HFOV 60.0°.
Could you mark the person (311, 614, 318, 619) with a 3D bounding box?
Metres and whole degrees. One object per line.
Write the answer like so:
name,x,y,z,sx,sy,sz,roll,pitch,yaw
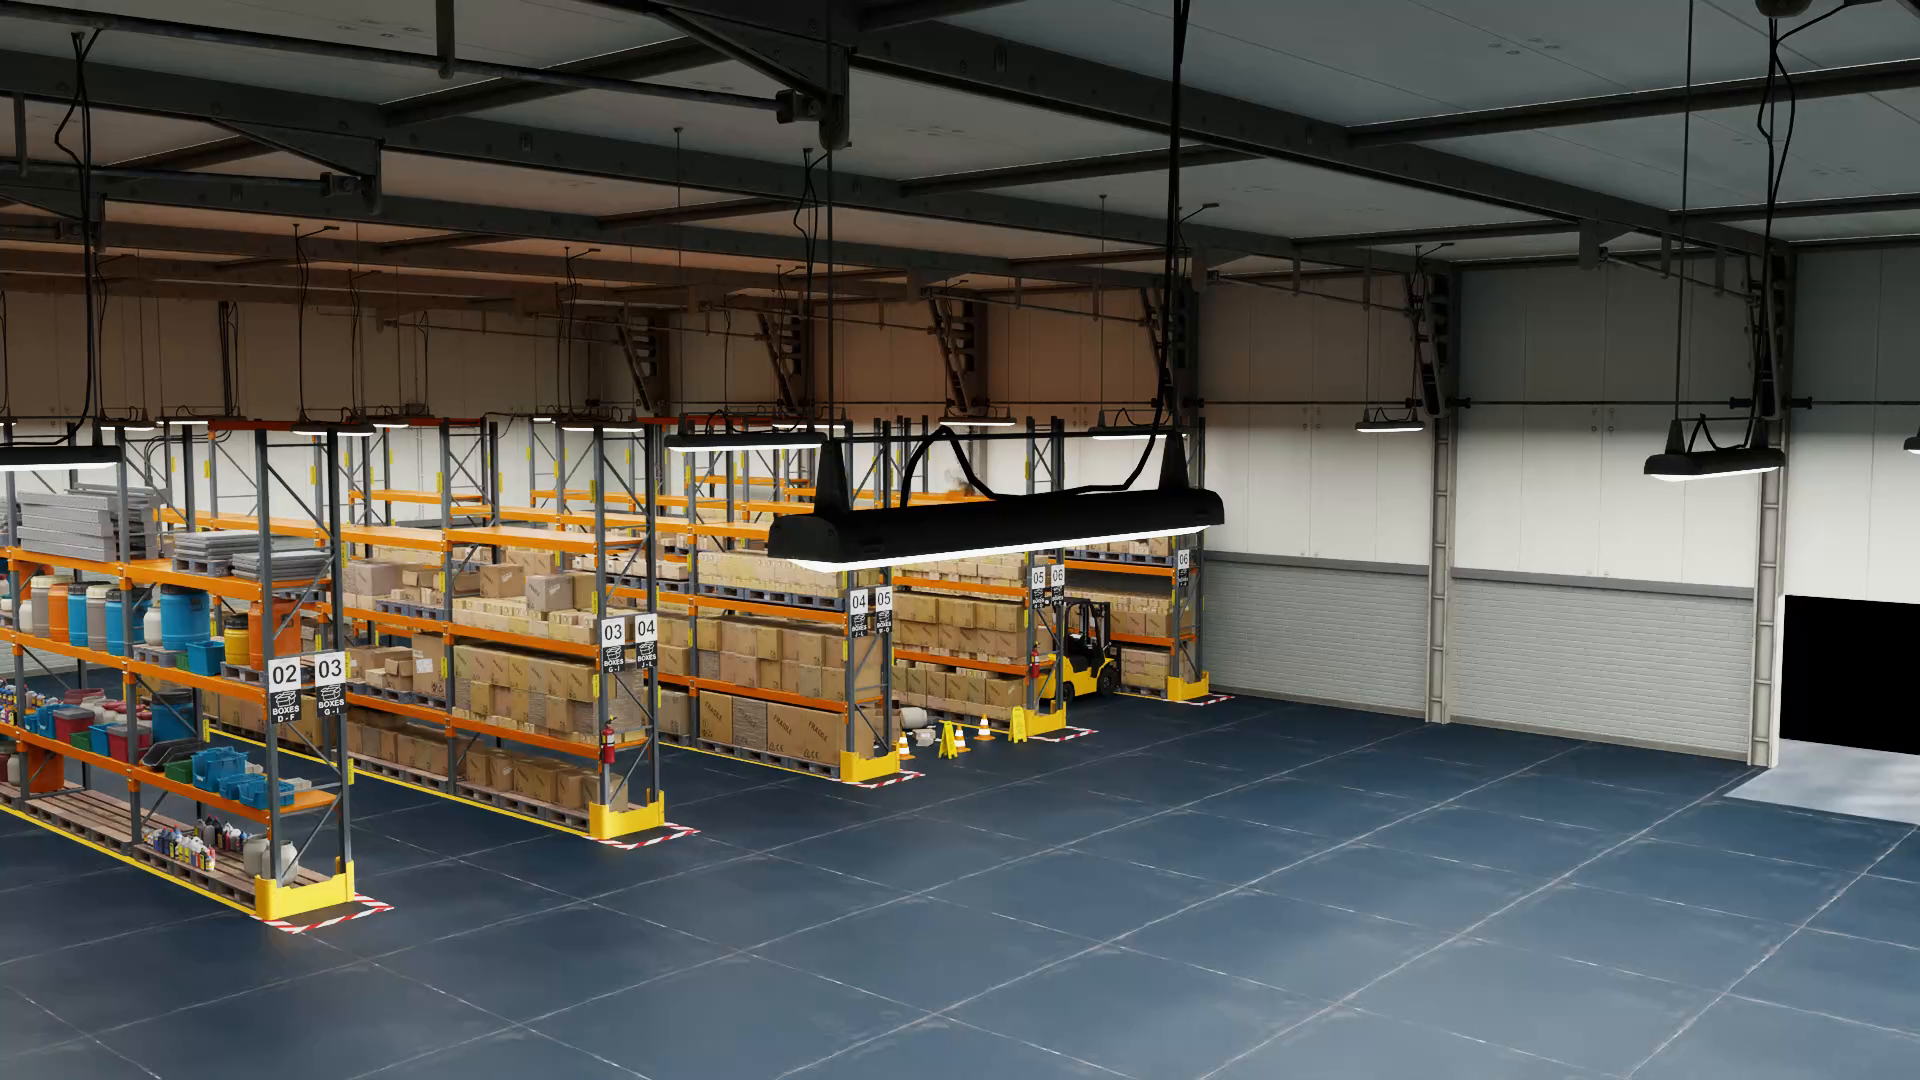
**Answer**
person,-14.284,2.472,36.757,0.627,1.646,0.598,-2,5,-19
